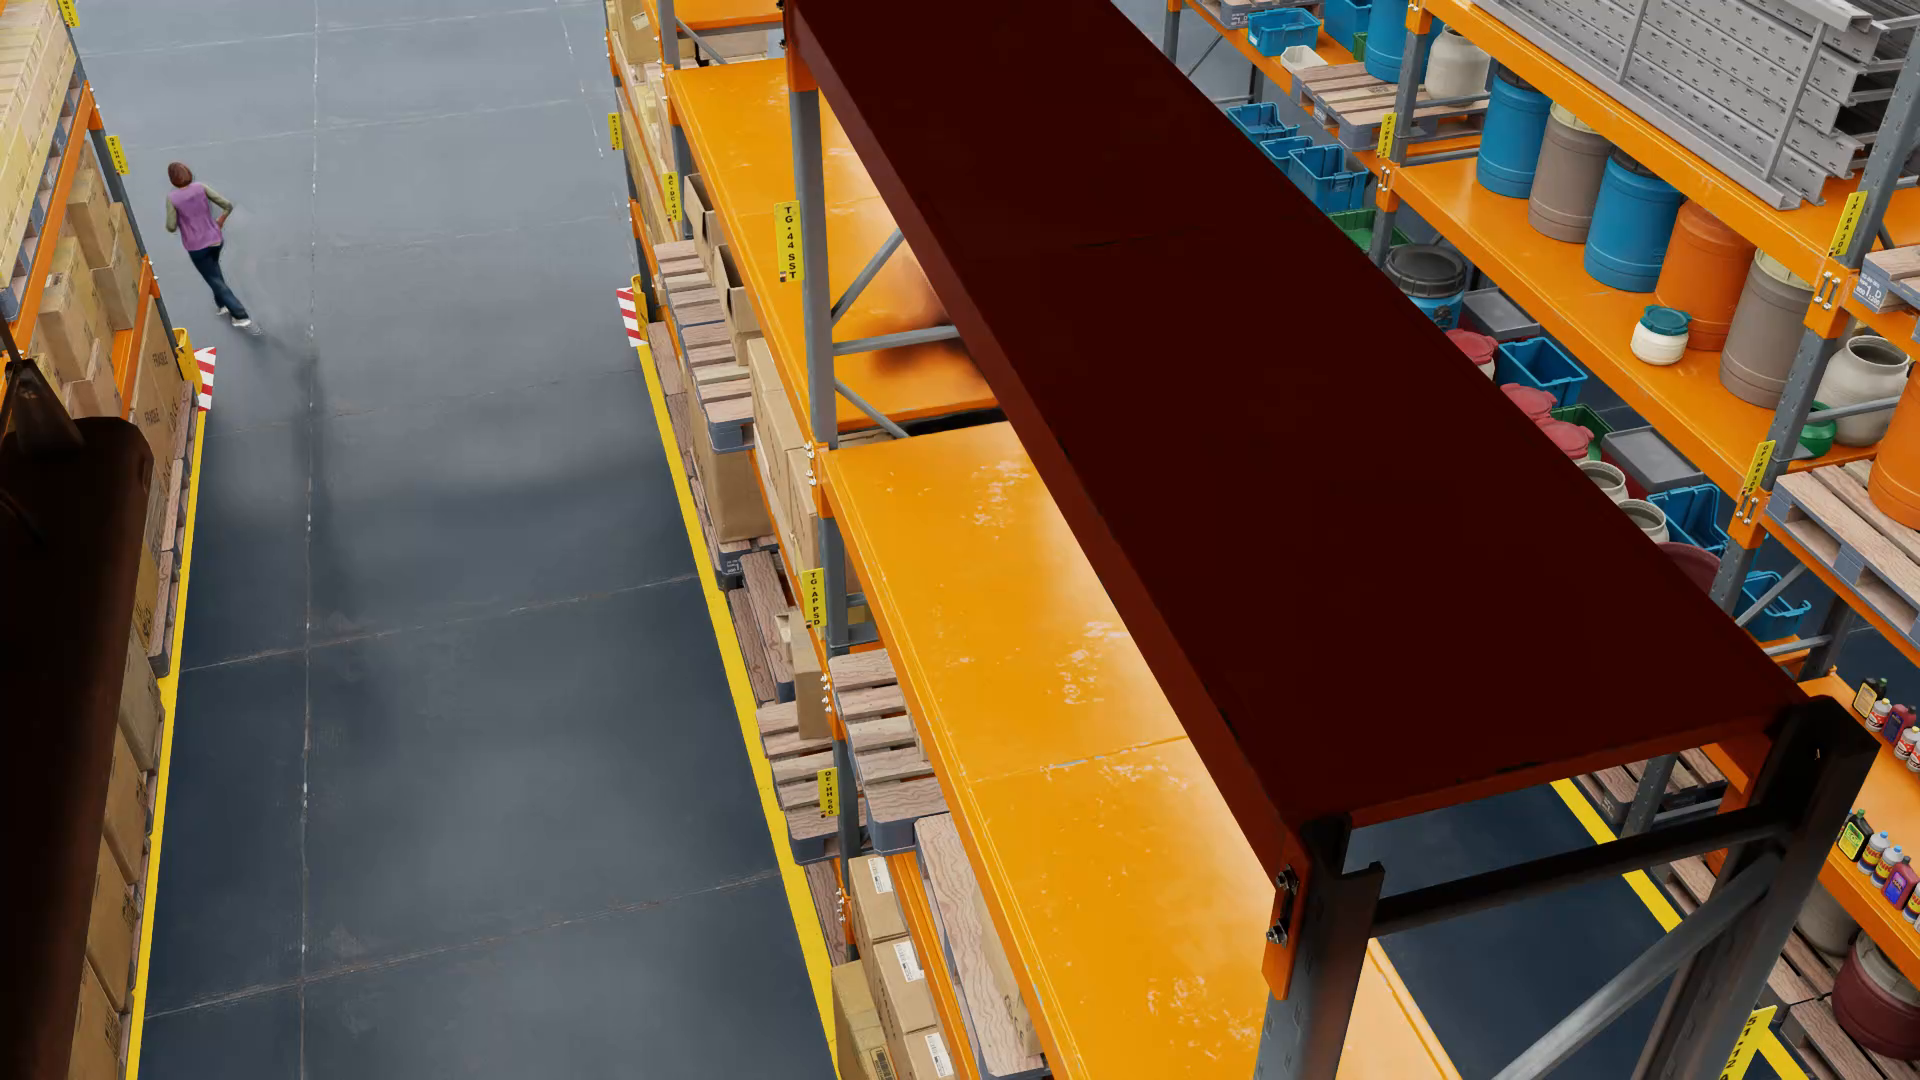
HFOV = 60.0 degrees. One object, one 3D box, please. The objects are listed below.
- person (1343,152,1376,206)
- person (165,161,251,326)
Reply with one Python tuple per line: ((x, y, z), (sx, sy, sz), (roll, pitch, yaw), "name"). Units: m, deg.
((3.911, -3.631, 16.099), (0.608, 1.629, 0.844), (-12, 40, -15), "person")
((-6.716, -2.603, 14.833), (0.685, 1.636, 0.548), (27, 45, 29), "person")
